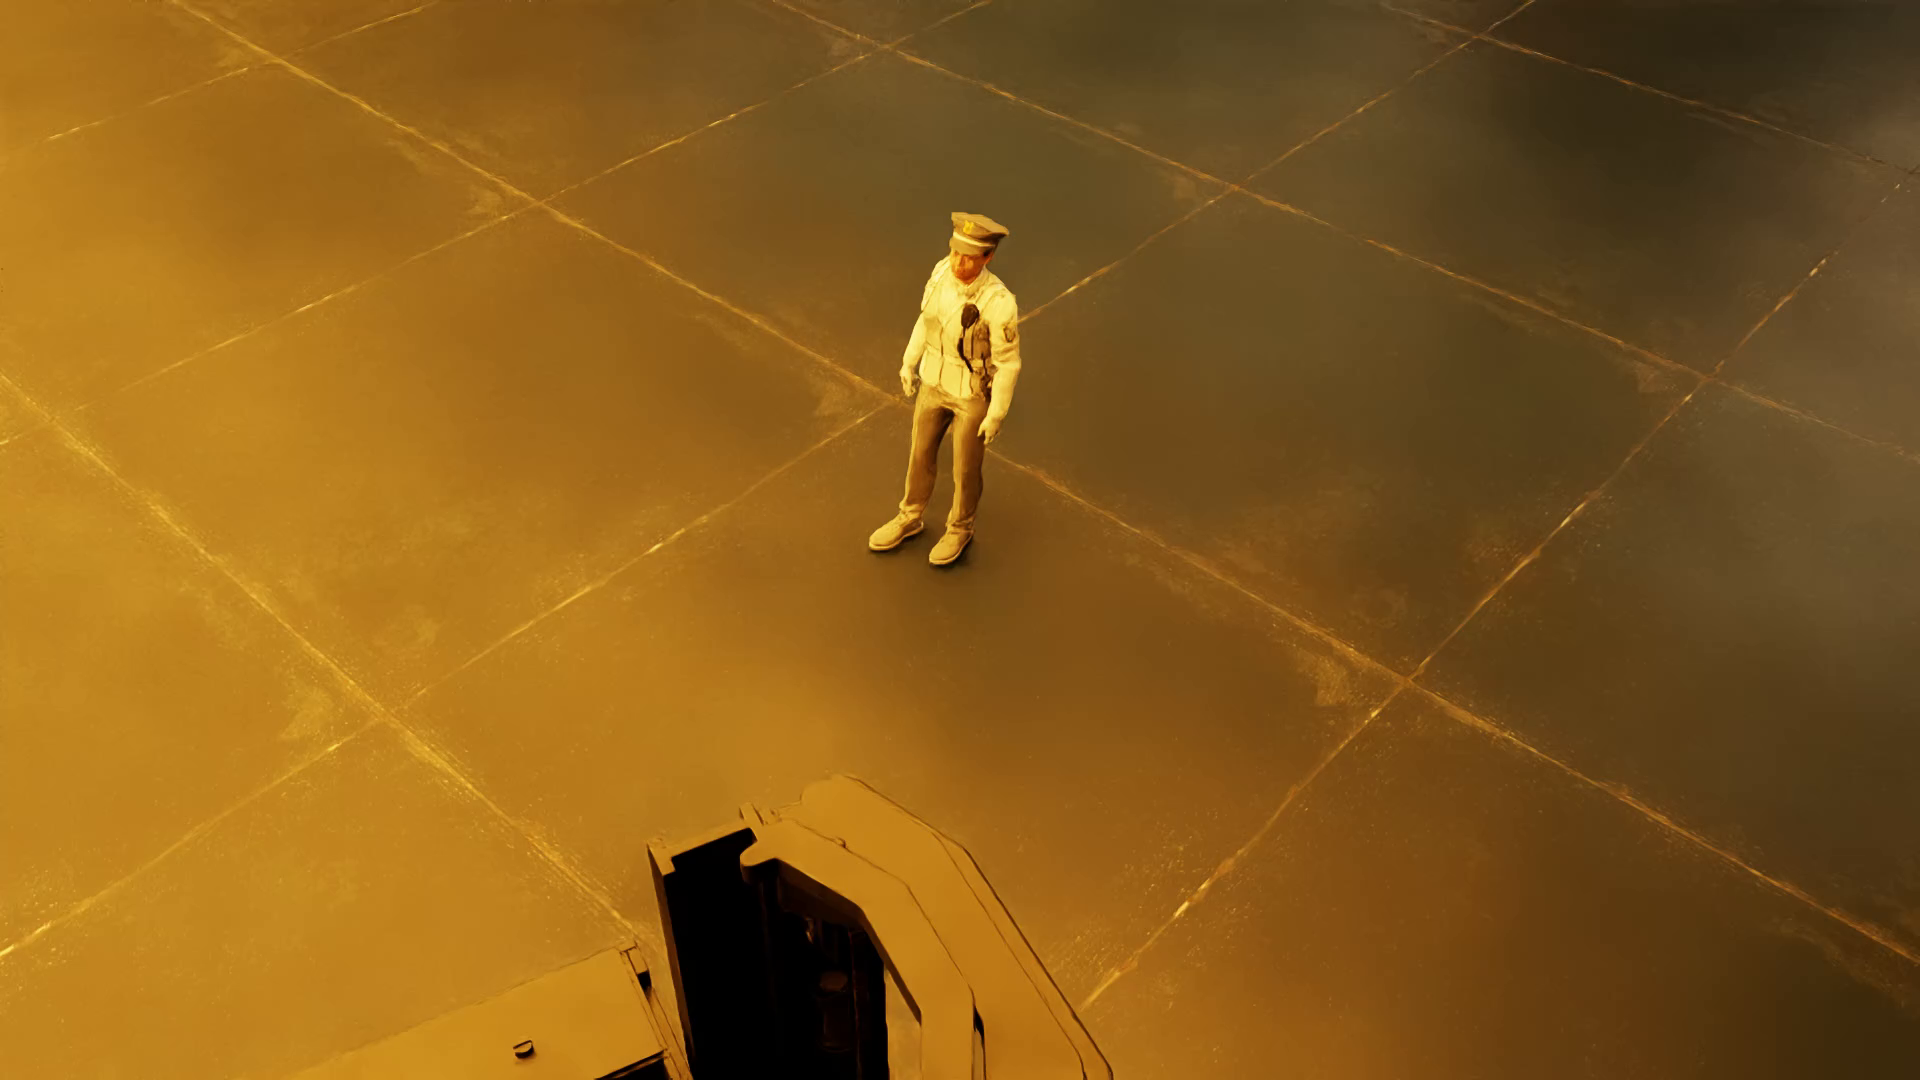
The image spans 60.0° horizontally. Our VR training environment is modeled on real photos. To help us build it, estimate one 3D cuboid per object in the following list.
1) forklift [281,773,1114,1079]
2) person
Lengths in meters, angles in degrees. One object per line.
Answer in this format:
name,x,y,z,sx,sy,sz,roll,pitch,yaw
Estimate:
forklift,-0.615,1.904,3.209,3.031,2.935,1.130,-19,44,-21
person,-0.051,-0.619,7.088,0.586,1.695,0.533,31,49,31
